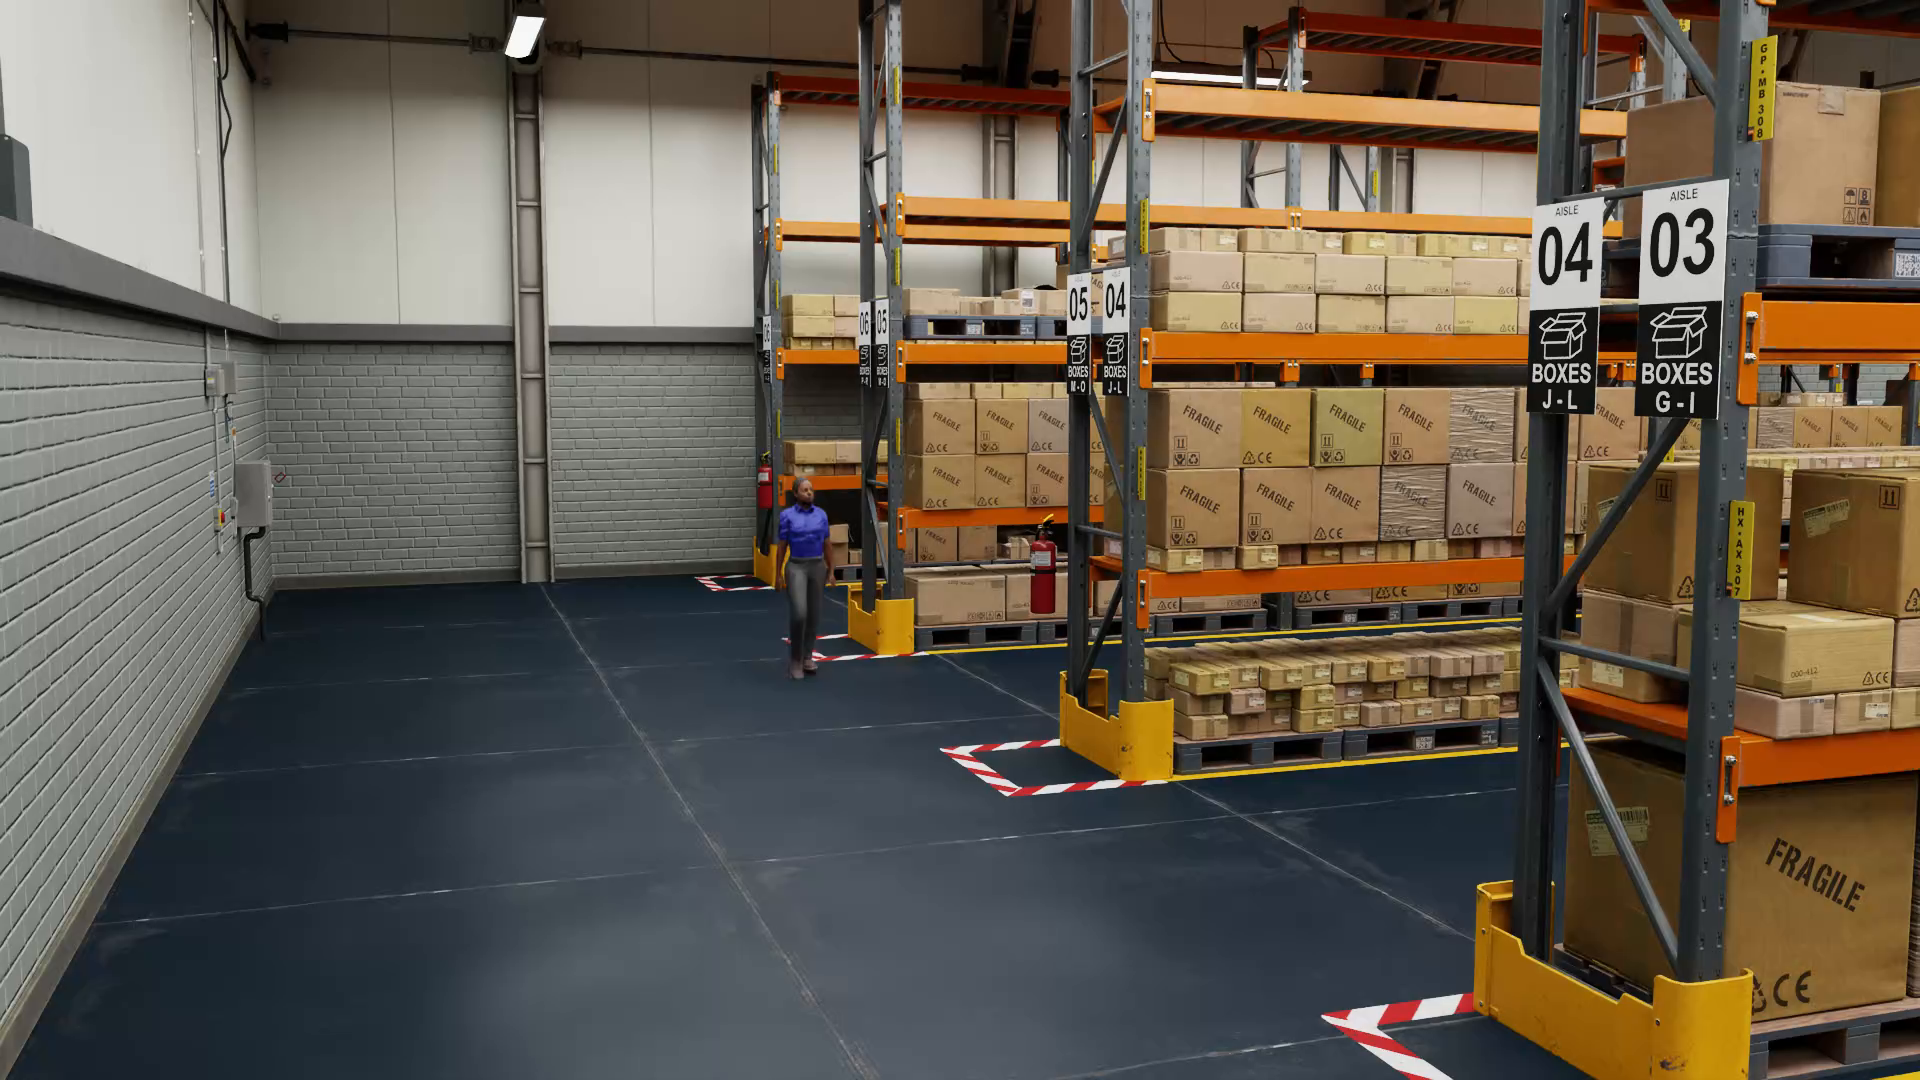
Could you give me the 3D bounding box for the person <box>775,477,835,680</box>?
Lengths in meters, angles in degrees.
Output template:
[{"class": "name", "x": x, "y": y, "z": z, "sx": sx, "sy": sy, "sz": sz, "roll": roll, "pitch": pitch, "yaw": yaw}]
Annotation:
[{"class": "person", "x": -1.291, "y": 0.323, "z": 14.002, "sx": 0.485, "sy": 1.710, "sz": 0.506, "roll": -3, "pitch": 7, "yaw": -26}]
